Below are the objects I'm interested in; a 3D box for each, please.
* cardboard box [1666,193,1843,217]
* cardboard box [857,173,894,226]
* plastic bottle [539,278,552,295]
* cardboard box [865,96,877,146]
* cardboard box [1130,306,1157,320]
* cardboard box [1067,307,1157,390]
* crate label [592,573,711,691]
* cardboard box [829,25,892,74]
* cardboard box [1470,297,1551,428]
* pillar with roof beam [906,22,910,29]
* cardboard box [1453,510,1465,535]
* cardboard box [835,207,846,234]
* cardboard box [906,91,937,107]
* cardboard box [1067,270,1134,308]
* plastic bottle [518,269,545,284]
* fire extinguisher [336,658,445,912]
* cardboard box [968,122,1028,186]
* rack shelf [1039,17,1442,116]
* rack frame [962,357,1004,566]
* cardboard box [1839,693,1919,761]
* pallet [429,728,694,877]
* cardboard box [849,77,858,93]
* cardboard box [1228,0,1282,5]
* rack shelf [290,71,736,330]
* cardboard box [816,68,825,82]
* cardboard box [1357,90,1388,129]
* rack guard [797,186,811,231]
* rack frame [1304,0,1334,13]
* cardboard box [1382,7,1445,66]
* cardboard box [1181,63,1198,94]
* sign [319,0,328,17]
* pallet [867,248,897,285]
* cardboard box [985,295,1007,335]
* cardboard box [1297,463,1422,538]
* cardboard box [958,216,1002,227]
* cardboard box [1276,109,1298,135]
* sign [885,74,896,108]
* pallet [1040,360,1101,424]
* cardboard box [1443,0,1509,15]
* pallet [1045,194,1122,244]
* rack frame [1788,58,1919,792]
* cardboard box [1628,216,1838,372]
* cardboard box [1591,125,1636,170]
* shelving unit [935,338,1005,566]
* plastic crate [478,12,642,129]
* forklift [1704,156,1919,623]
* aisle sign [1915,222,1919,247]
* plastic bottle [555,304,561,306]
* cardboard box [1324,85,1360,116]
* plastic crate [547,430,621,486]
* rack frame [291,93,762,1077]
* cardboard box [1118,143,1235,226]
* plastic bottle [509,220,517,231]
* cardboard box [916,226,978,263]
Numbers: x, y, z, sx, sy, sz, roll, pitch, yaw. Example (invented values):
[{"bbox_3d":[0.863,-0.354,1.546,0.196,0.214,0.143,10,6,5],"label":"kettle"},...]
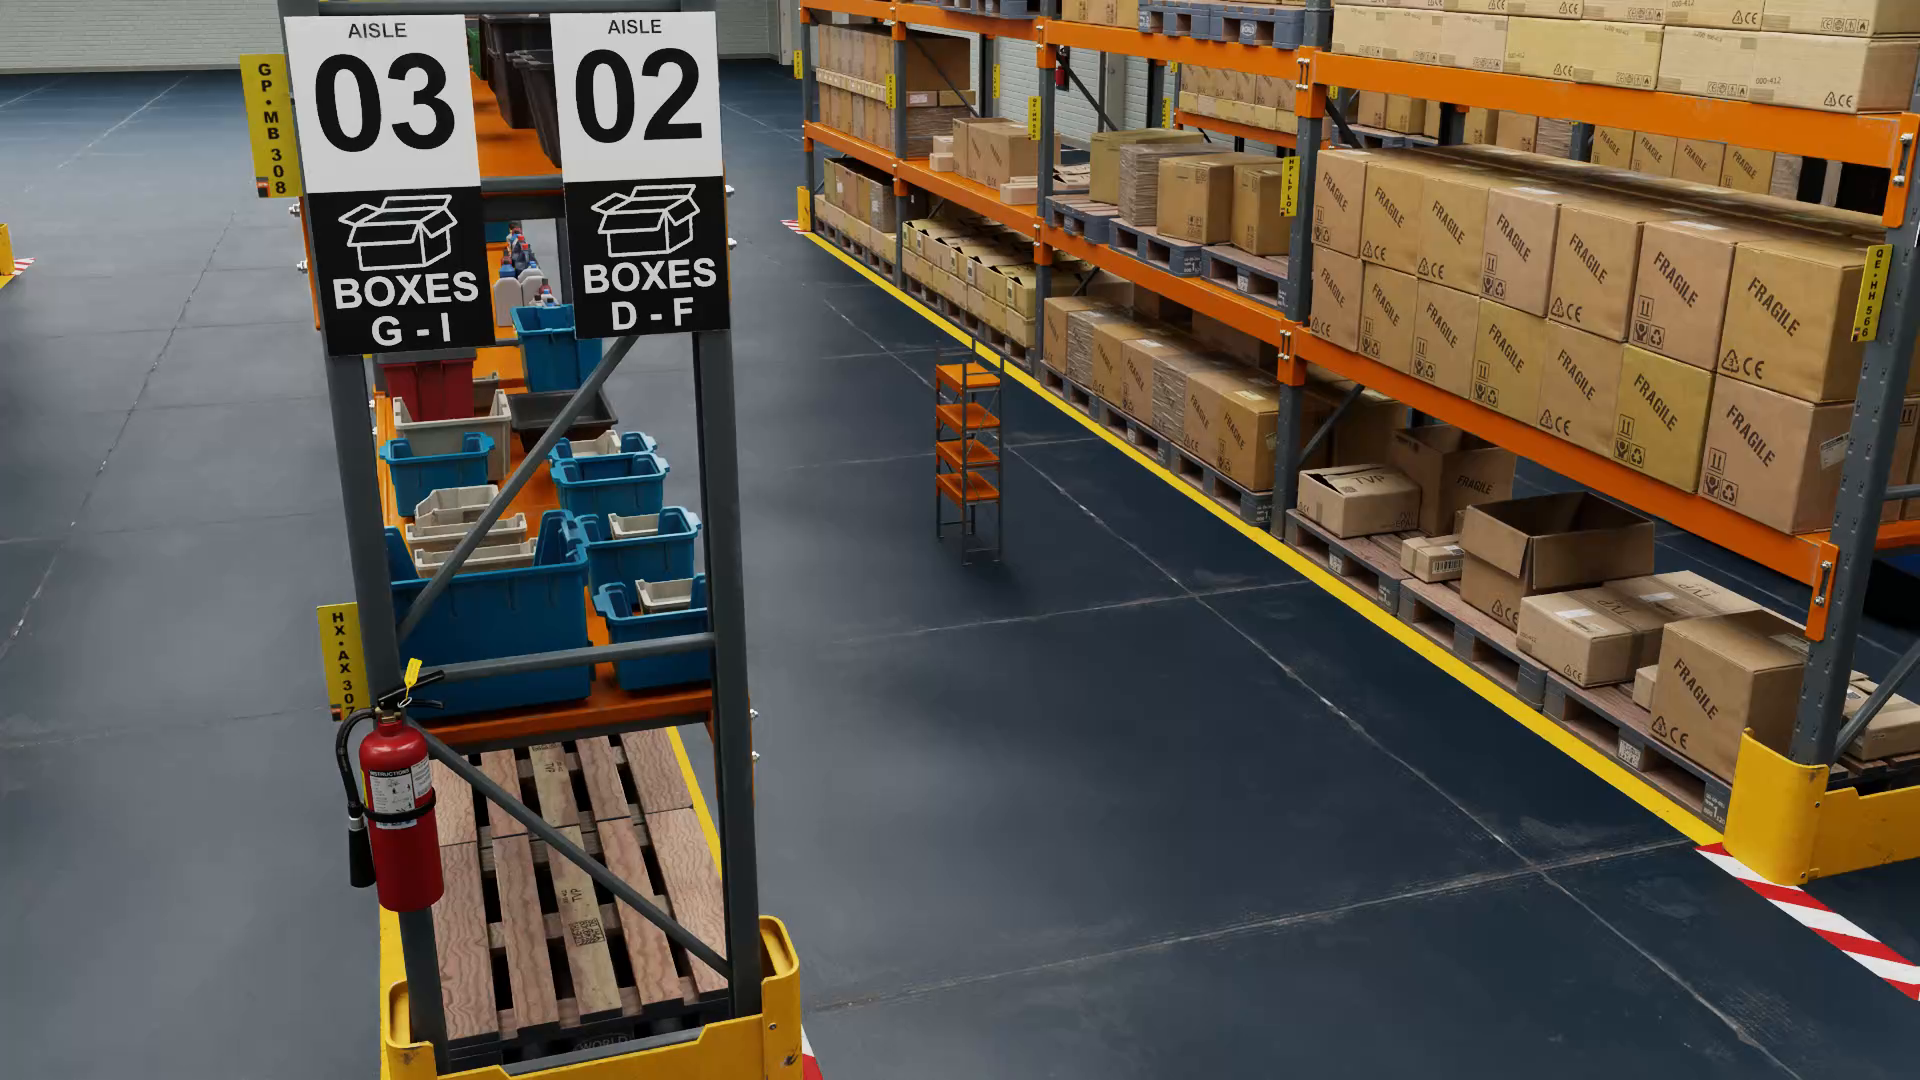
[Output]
[{"bbox_3d":[3.400,-1.208,7.214,0.500,0.500,0.500,-6,21,-16],"label":"cardboard box"},{"bbox_3d":[-0.818,-3.746,18.246,0.500,0.500,0.500,-6,21,-17],"label":"cardboard box"},{"bbox_3d":[-2.337,-1.343,9.391,0.061,0.283,0.133,-6,21,-17],"label":"plastic bottle"},{"bbox_3d":[-0.630,-4.561,18.030,0.700,0.500,0.500,-6,21,-16],"label":"cardboard box"},{"bbox_3d":[1.616,-1.514,12.742,0.500,0.500,0.500,-6,20,-15],"label":"cardboard box"},{"bbox_3d":[1.141,-1.446,12.551,0.500,0.500,0.500,-7,21,-19],"label":"cardboard box"},{"bbox_3d":[-0.855,0.270,4.887,0.416,0.233,0.303,-6,21,-17],"label":"crate label"},{"bbox_3d":[-1.094,-5.647,19.135,0.700,0.500,0.500,-7,21,-19],"label":"cardboard box"},{"bbox_3d":[2.738,-0.842,7.675,0.500,0.500,0.500,-7,21,-18],"label":"cardboard box"},{"bbox_3d":[-5.417,-13.863,35.201,9.100,9.000,0.400,-6,21,-17],"label":"pillar with roof beam"},{"bbox_3d":[2.980,-0.074,9.251,0.380,0.149,0.250,-6,21,-17],"label":"cardboard box"},{"bbox_3d":[-1.141,-3.713,19.264,0.500,0.250,0.500,-6,21,-17],"label":"cardboard box"},{"bbox_3d":[-0.447,-4.459,16.787,0.380,0.149,0.250,-6,21,-17],"label":"cardboard box"},{"bbox_3d":[1.213,-2.126,14.014,0.500,0.311,0.500,-6,21,-15],"label":"cardboard box"},{"bbox_3d":[-2.495,-1.452,9.706,0.152,0.276,0.135,-6,21,-17],"label":"plastic bottle"},{"bbox_3d":[-1.474,0.642,4.357,0.296,0.674,0.183,-6,21,-17],"label":"fire extinguisher"},{"bbox_3d":[0.391,-3.512,15.108,0.500,0.500,0.500,-6,21,-17],"label":"cardboard box"},{"bbox_3d":[1.728,-3.190,10.988,1.077,0.370,4.000,-6,21,-17],"label":"rack shelf"},{"bbox_3d":[0.129,-0.433,9.348,0.240,1.200,0.015,-6,21,-17],"label":"rack frame"},{"bbox_3d":[3.808,0.772,6.896,0.380,0.149,0.250,-6,21,-17],"label":"cardboard box"},{"bbox_3d":[-1.692,0.986,6.858,1.003,0.211,1.213,-6,21,-17],"label":"pallet"},{"bbox_3d":[-1.014,-5.036,18.393,0.380,0.149,0.250,-6,21,-17],"label":"cardboard box"},{"bbox_3d":[2.036,-3.560,10.037,0.600,0.600,0.600,-7,21,-18],"label":"cardboard box"},{"bbox_3d":[-1.719,-1.381,5.952,1.077,0.370,4.000,-6,21,-17],"label":"rack shelf"},{"bbox_3d":[-1.497,-5.530,19.767,0.380,0.149,0.250,-7,21,-18],"label":"cardboard box"},{"bbox_3d":[4.671,-4.657,17.646,0.700,0.500,0.500,-6,21,-17],"label":"cardboard box"},{"bbox_3d":[-1.423,-4.157,20.751,1.175,0.500,0.348,-6,21,-17],"label":"rack guard"},{"bbox_3d":[2.356,-4.299,8.572,1.000,3.000,0.127,-6,21,-17],"label":"rack frame"},{"bbox_3d":[2.428,-2.473,8.149,0.500,0.250,0.500,-6,21,-17],"label":"cardboard box"},{"bbox_3d":[3.151,-5.960,21.156,0.500,0.500,0.500,-6,21,-17],"label":"cardboard box"},{"bbox_3d":[-2.870,-2.308,7.455,0.100,0.325,0.005,-6,21,-17],"label":"sign"},{"bbox_3d":[-0.368,-2.990,17.928,1.003,0.211,1.213,-6,21,-17],"label":"pallet"},{"bbox_3d":[0.537,-1.970,14.411,0.500,0.250,0.500,-7,21,-18],"label":"cardboard box"},{"bbox_3d":[2.283,-0.259,9.527,0.500,0.311,0.500,-6,21,-17],"label":"cardboard box"},{"bbox_3d":[0.241,-3.110,16.756,0.500,0.311,0.500,-6,21,-17],"label":"cardboard box"},{"bbox_3d":[3.958,-4.789,19.005,0.500,0.250,0.500,-6,21,-17],"label":"cardboard box"},{"bbox_3d":[-0.685,-4.428,16.408,0.100,0.325,0.005,-6,21,-17],"label":"sign"},{"bbox_3d":[1.298,-1.203,12.953,1.003,0.211,1.213,-6,21,-17],"label":"pallet"},{"bbox_3d":[2.578,-2.547,7.616,0.500,0.250,0.500,-6,21,-17],"label":"cardboard box"},{"bbox_3d":[1.379,-2.458,12.608,1.213,0.211,1.003,-6,21,-17],"label":"pallet"},{"bbox_3d":[3.614,-0.192,6.012,1.000,3.000,0.127,-6,21,-17],"label":"rack frame"},{"bbox_3d":[3.053,-0.985,6.594,0.500,0.500,0.500,-6,21,-16],"label":"cardboard box"},{"bbox_3d":[5.710,-3.300,14.048,0.500,0.500,0.500,-6,21,-16],"label":"cardboard box"},{"bbox_3d":[0.052,-0.512,9.566,0.258,1.200,0.503,-6,21,-17],"label":"shelving unit"},{"bbox_3d":[-1.309,-1.568,5.500,0.504,0.338,0.767,-6,21,-17],"label":"plastic crate"},{"bbox_3d":[4.980,-1.411,9.509,1.130,2.935,3.031,-6,21,-15],"label":"forklift"},{"bbox_3d":[3.344,-1.361,5.421,0.394,0.787,0.004,-6,21,-17],"label":"aisle sign"},{"bbox_3d":[-2.099,-1.101,8.717,0.061,0.283,0.133,-6,21,-17],"label":"plastic bottle"},{"bbox_3d":[4.101,-4.981,18.428,0.500,0.500,0.500,-6,21,-17],"label":"cardboard box"},{"bbox_3d":[-1.515,-0.327,6.692,0.293,0.136,0.466,-6,21,-17],"label":"plastic crate"},{"bbox_3d":[-1.090,0.334,4.551,1.000,3.000,0.127,-6,21,-17],"label":"rack frame"},{"bbox_3d":[1.510,-2.500,11.669,0.700,0.500,0.500,-3,20,-7],"label":"cardboard box"},{"bbox_3d":[-3.072,-2.094,11.483,0.061,0.283,0.133,-6,21,-17],"label":"plastic bottle"},{"bbox_3d":[-0.112,-2.890,16.141,0.500,0.311,0.500,-7,21,-18],"label":"cardboard box"}]
